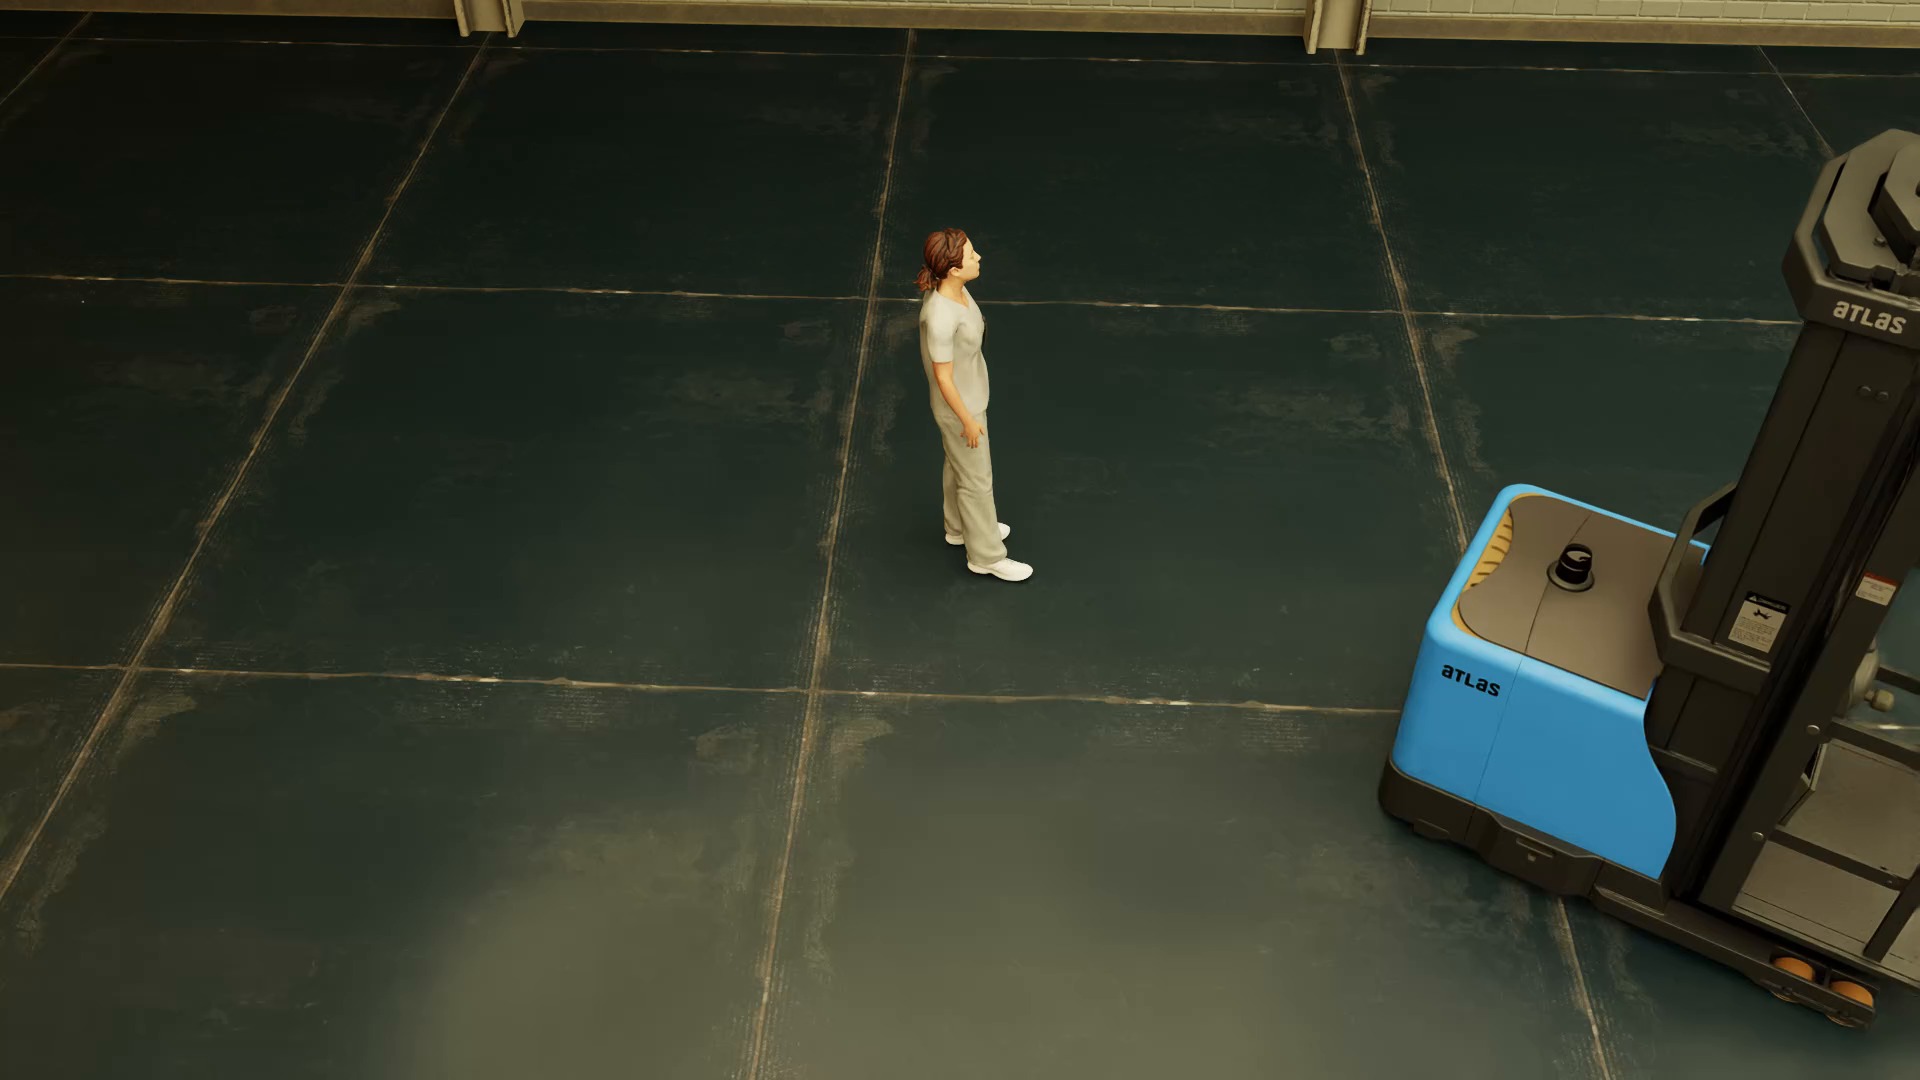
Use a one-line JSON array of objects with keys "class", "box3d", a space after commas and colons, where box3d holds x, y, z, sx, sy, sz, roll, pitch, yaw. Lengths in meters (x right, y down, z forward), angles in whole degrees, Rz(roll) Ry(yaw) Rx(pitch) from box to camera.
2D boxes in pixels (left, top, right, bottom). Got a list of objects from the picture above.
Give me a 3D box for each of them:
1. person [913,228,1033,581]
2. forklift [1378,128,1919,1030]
[{"class": "person", "box3d": [0.073, -0.613, 7.333, 0.548, 1.673, 0.549, 2, 42, 2]}, {"class": "forklift", "box3d": [3.207, 0.256, 5.462, 3.031, 2.935, 1.130, 22, 47, 22]}]
